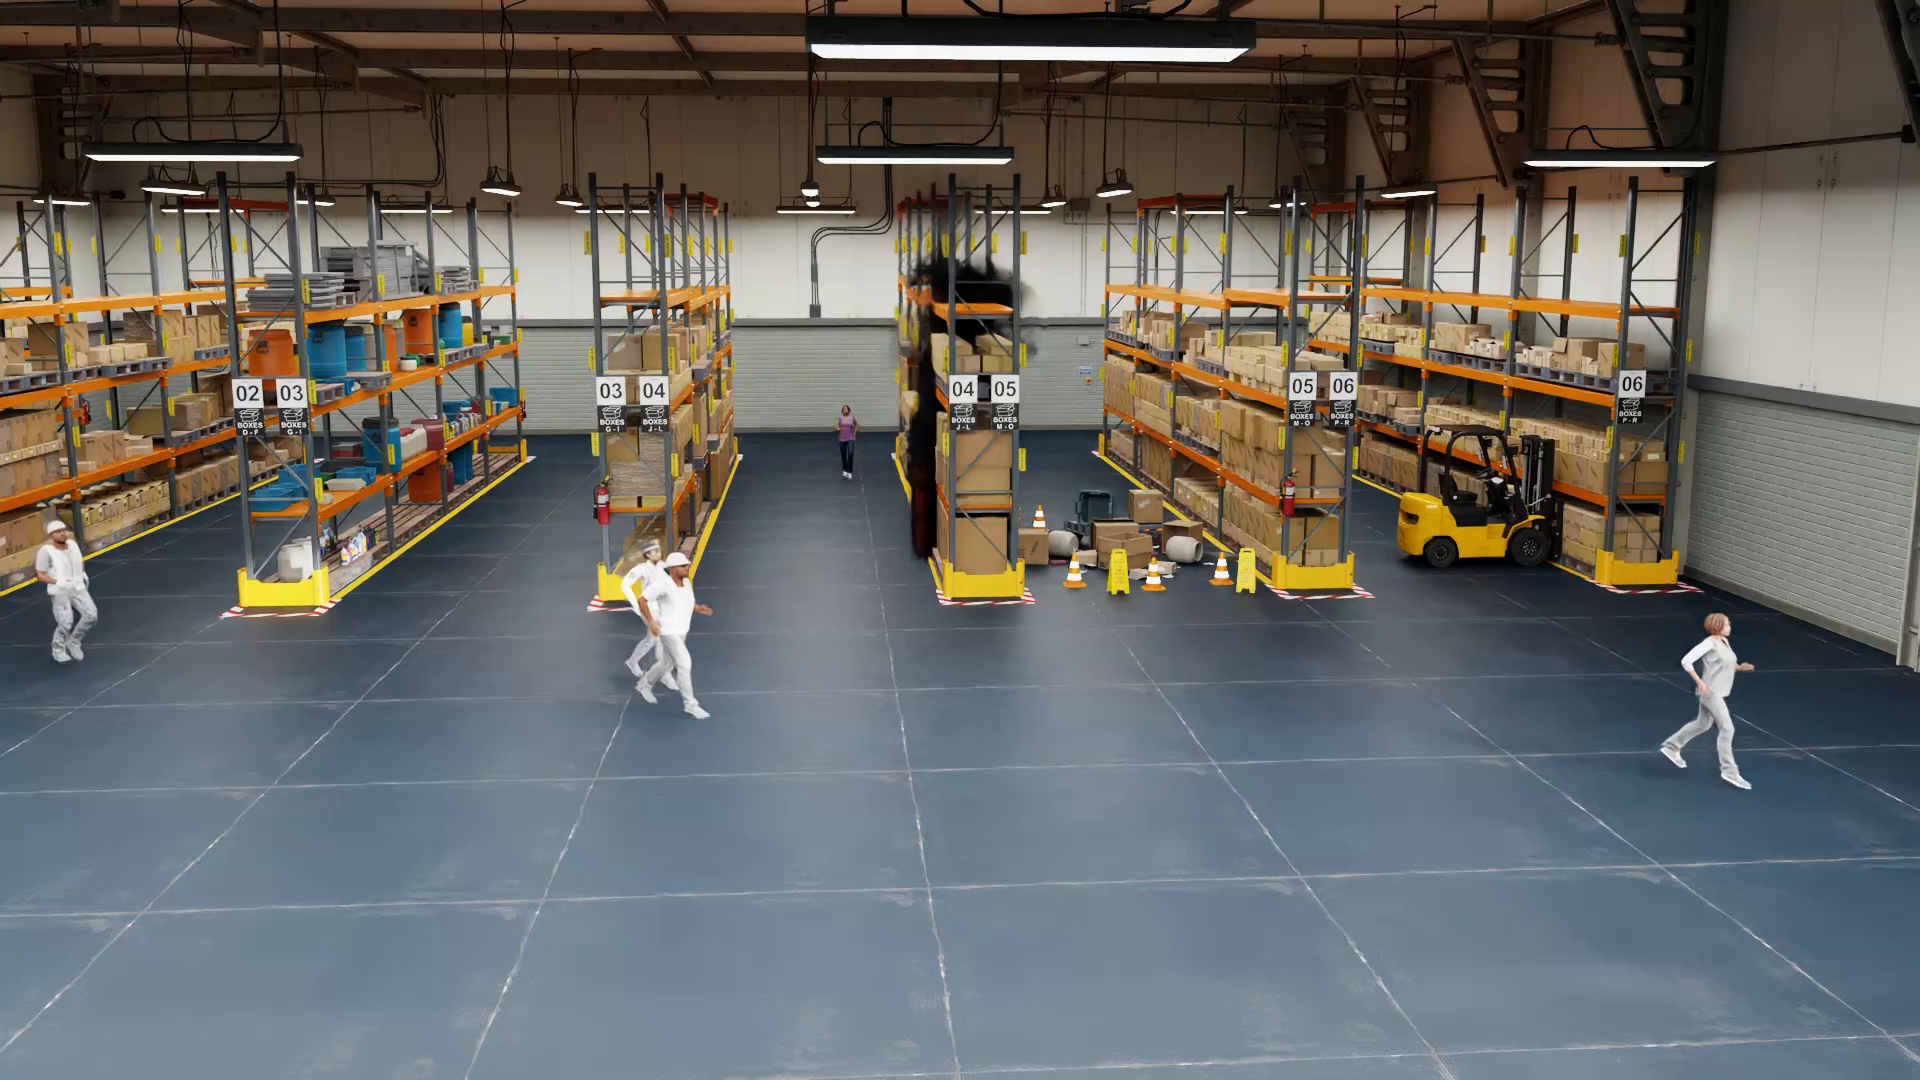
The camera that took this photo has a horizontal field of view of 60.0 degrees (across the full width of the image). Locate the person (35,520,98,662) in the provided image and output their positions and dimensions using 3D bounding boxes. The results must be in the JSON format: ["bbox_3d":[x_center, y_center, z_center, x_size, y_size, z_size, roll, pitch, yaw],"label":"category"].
[{"bbox_3d":[-10.771,0.623,20.090,0.614,1.740,0.686,5,11,28],"label":"person"}]

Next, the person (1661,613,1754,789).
[{"bbox_3d":[7.068,1.471,15.654,0.842,1.612,0.526,8,12,37],"label":"person"}]

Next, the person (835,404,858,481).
[{"bbox_3d":[-2.460,-2.123,36.084,0.516,1.635,0.677,-1,10,-3],"label":"person"}]

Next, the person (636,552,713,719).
[{"bbox_3d":[-3.121,0.999,17.948,0.970,1.775,0.643,4,11,20],"label":"person"}]

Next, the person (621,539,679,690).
[{"bbox_3d":[-3.547,0.820,19.164,0.854,1.715,0.610,5,11,28],"label":"person"}]
